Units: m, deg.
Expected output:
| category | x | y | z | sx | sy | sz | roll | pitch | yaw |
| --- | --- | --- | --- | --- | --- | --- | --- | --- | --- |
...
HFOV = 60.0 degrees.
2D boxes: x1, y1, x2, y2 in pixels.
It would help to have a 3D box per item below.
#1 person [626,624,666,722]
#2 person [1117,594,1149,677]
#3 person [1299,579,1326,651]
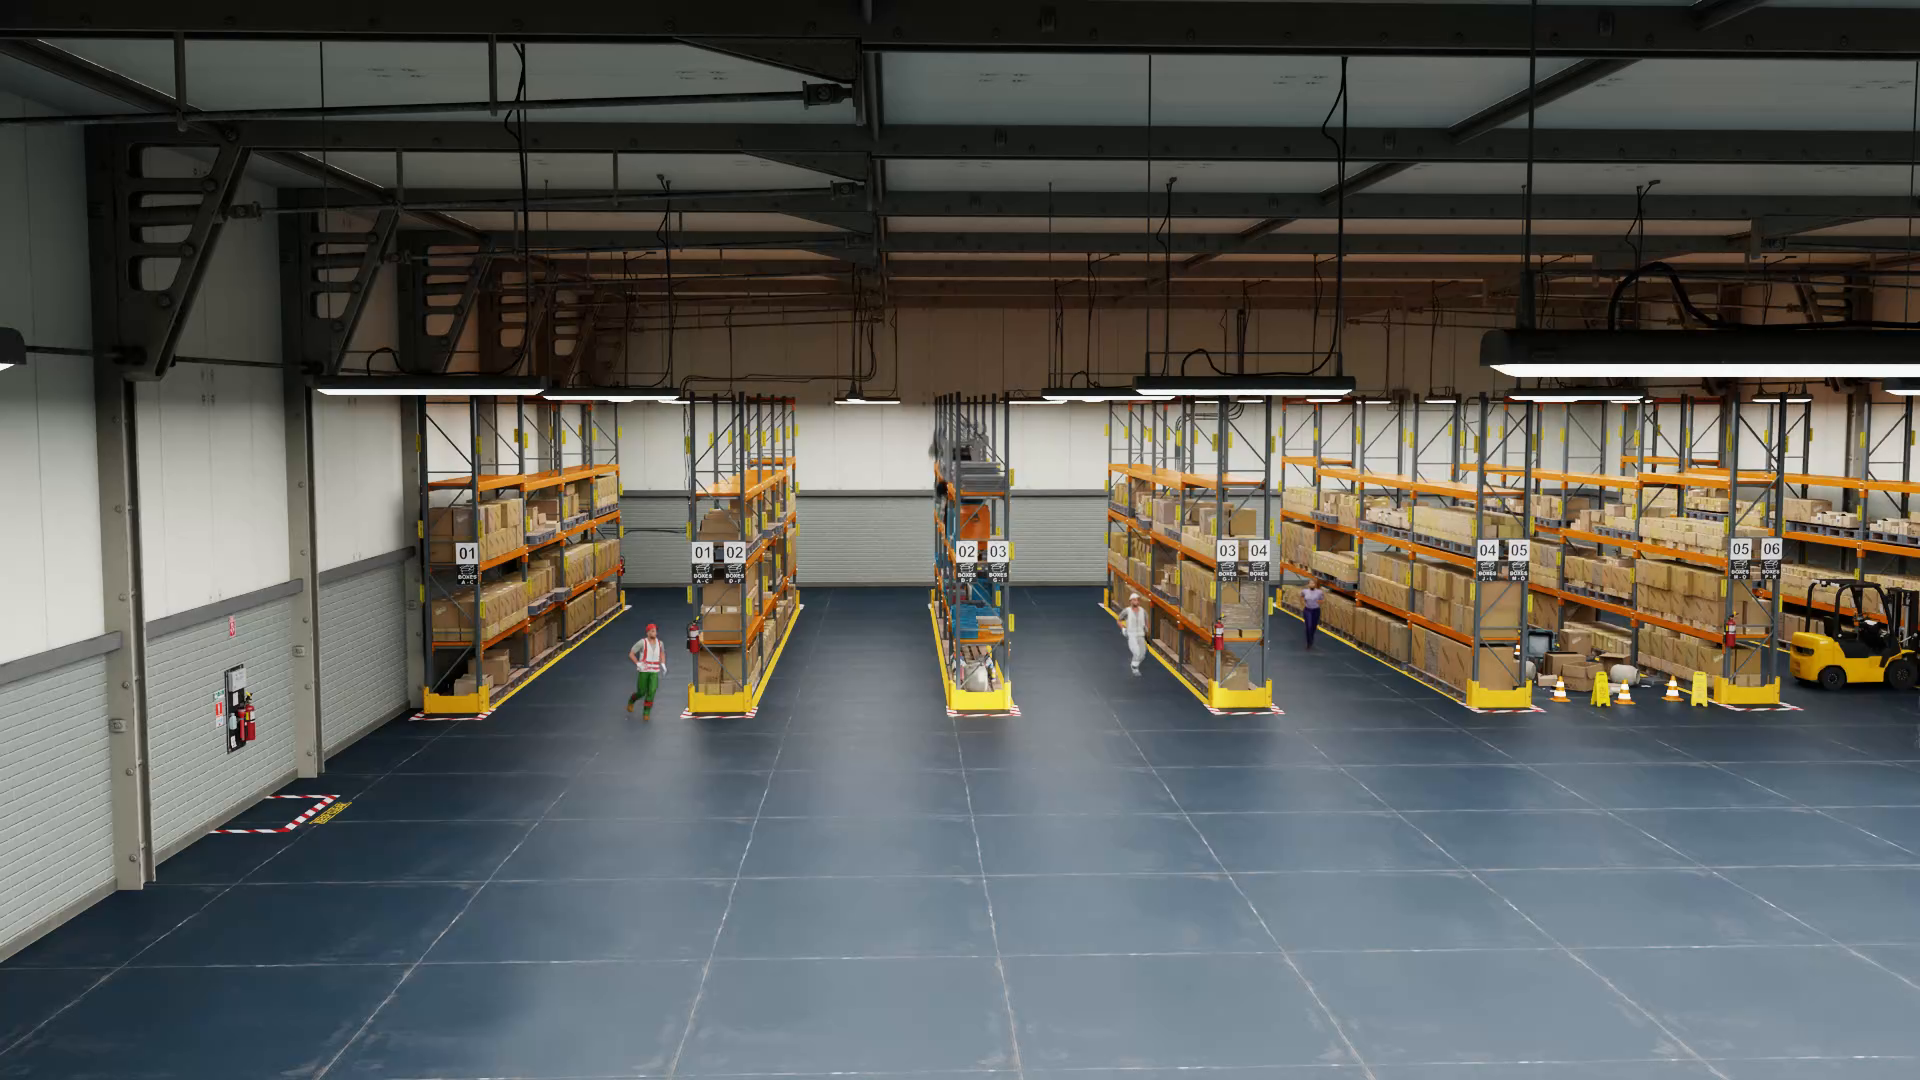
| category | x | y | z | sx | sy | sz | roll | pitch | yaw |
| --- | --- | --- | --- | --- | --- | --- | --- | --- | --- |
| person | -5.696 | 2.409 | 30.523 | 0.718 | 1.735 | 0.864 | -3 | 5 | -34 |
| person | 3.532 | 1.949 | 33.680 | 0.663 | 1.734 | 0.743 | -1 | 5 | -14 |
| person | 8.345 | 1.762 | 39.348 | 0.581 | 1.702 | 0.814 | 0 | 5 | 1 |
